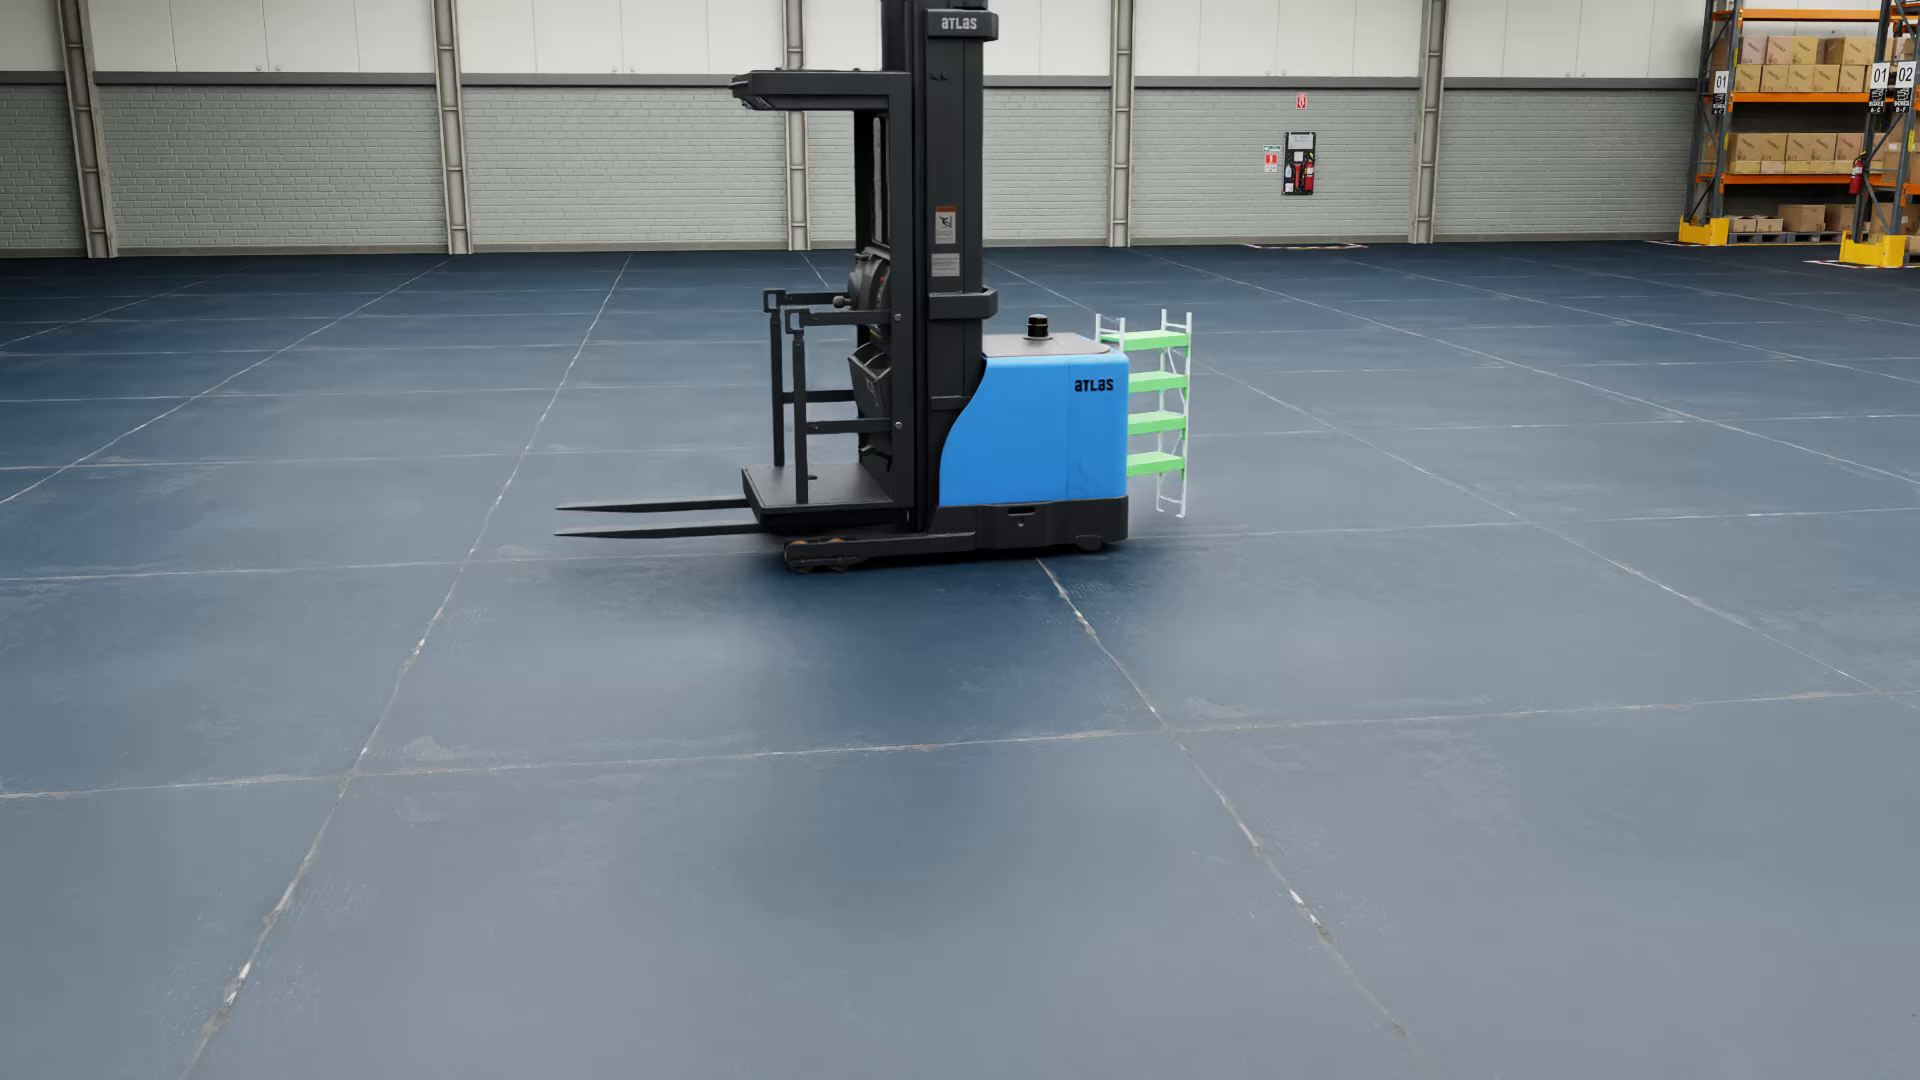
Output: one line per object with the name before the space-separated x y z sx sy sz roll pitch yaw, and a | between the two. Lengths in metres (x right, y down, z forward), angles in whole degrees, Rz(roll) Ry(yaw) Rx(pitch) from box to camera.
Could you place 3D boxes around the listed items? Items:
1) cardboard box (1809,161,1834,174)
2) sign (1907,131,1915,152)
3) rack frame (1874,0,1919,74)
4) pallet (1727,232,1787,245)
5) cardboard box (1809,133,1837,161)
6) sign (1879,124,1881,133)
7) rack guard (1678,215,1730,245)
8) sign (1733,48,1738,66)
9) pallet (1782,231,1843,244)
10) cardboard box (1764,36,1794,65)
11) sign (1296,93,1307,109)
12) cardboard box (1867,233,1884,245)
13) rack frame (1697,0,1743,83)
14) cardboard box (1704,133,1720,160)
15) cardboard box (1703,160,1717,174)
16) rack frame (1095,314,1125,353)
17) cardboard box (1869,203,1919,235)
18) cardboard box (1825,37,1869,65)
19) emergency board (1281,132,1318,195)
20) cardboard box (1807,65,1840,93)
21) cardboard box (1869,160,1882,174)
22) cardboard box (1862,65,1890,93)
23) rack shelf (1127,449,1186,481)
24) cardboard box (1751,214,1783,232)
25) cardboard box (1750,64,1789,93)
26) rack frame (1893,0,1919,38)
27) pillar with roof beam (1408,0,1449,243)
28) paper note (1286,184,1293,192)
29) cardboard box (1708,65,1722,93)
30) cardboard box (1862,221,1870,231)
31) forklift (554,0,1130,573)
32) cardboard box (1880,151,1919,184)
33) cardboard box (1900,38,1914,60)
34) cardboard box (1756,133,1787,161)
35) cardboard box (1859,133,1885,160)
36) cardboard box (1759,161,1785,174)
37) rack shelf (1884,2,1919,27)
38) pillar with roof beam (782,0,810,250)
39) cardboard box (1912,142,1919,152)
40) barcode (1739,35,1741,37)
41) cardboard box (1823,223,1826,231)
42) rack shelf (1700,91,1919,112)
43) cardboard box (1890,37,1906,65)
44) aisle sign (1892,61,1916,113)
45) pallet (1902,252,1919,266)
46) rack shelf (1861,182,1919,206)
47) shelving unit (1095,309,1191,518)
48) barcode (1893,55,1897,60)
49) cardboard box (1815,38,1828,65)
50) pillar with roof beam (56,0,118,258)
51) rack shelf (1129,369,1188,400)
cardboard box | 16.330 -7.135 31.814 0.500 0.250 0.500 -2 14 -8
sign | 15.103 -6.333 26.405 0.005 0.325 0.100 -2 14 -8
rack frame | 15.026 -8.919 26.324 0.127 3.000 1.000 -2 14 -8
pallet | 15.168 -5.871 32.238 1.213 0.211 1.003 -2 14 -8
cardboard box | 16.312 -7.500 31.726 0.500 0.500 0.500 -2 14 -7
sign | 18.153 -8.040 32.773 0.005 0.325 0.100 -2 14 -8
rack guard | 14.359 -5.990 32.119 0.348 0.500 1.175 -2 14 -8
sign | 14.365 -8.949 30.813 0.005 0.325 0.100 -2 14 -8
pallet | 16.372 -5.915 32.411 1.213 0.211 1.003 -2 14 -8
cardboard box | 15.205 -9.160 31.150 0.500 0.500 0.500 -2 14 -9
sign | 6.442 -8.284 31.360 0.199 0.298 0.001 -2 14 -8
cardboard box | 15.512 -4.969 27.698 0.500 0.250 0.500 -2 14 -8
rack frame | 14.284 -10.110 31.074 0.127 3.000 1.000 -2 14 -8
cardboard box | 14.719 -7.569 32.001 0.500 0.500 0.500 -2 14 -9
cardboard box | 14.718 -7.201 32.074 0.500 0.250 0.500 -2 14 -7
rack frame | 0.842 -0.672 9.475 0.015 1.200 0.240 -9 17 -32
cardboard box | 15.512 -5.333 27.609 0.500 0.500 0.500 -2 14 -8
cardboard box | 16.729 -9.216 31.374 0.500 0.500 0.500 -3 14 -10
emergency board | 6.465 -7.136 31.548 0.643 1.169 0.194 -2 14 -8
cardboard box | 16.228 -8.720 31.453 0.500 0.500 0.500 -1 14 -5
cardboard box | 17.323 -7.176 31.975 0.500 0.250 0.500 -2 14 -8
cardboard box | 17.275 -8.765 31.632 0.500 0.500 0.500 -3 14 -13
rack shelf | 1.046 -0.410 9.679 0.480 0.148 0.258 -9 17 -32
cardboard box | 15.546 -6.133 32.174 0.500 0.311 0.500 -1 14 -4
cardboard box | 15.189 -8.676 31.277 0.500 0.500 0.500 -1 14 -5
rack frame | 18.240 -10.255 31.652 0.127 3.000 1.000 -2 14 -8
pillar with roof beam | 9.556 -9.091 27.009 0.400 9.000 9.100 -2 14 -8
paper note | 6.280 -6.719 31.695 0.142 0.148 0.016 -2 14 -8
cardboard box | 14.659 -8.789 31.728 0.500 0.500 0.500 -1 14 -4
cardboard box | 17.715 -6.158 32.567 0.250 0.166 0.380 -4 15 -16
forklift | -0.661 -1.393 8.788 3.031 2.935 1.130 -3 14 -12
cardboard box | 15.490 -6.071 27.097 0.500 0.500 0.700 -2 14 -8
cardboard box | 15.595 -7.805 26.687 0.637 0.503 0.797 -1 14 -4
cardboard box | 15.291 -7.461 31.571 0.500 0.500 0.500 -2 14 -8
cardboard box | 17.326 -7.535 31.864 0.500 0.500 0.500 -2 14 -9
cardboard box | 15.326 -7.101 31.675 0.500 0.250 0.500 -3 14 -10
rack shelf | 17.004 -8.448 26.749 4.000 0.370 1.077 -2 14 -8
pillar with roof beam | -2.310 -8.656 25.275 0.400 9.000 9.100 -2 14 -8
cardboard box | 15.446 -6.334 26.813 0.250 0.149 0.380 -2 14 -9
barcode | 14.912 -9.626 31.815 0.075 0.075 0.001 -2 14 -8
cardboard box | 16.655 -6.123 32.464 0.250 0.149 0.380 -3 14 -13
rack shelf | 16.262 -8.379 31.816 4.000 0.370 1.077 -2 14 -8
cardboard box | 17.785 -9.260 31.549 0.500 0.500 0.500 -3 14 -13
aisle sign | 15.007 -7.194 26.434 0.004 0.787 0.394 -2 14 -8
pallet | 15.776 -4.694 27.543 1.213 0.211 1.003 -2 14 -8
rack shelf | 17.004 -5.732 27.430 4.000 0.370 1.077 -2 14 -8
shelving unit | 1.046 -0.705 9.605 0.503 1.200 0.258 -9 17 -32
barcode | 15.253 -7.872 27.124 0.075 0.075 0.001 -2 14 -8
cardboard box | 16.199 -9.328 31.821 0.500 0.500 0.500 -2 14 -8
pillar with roof beam | -14.176 -8.221 23.541 0.400 9.000 9.100 -2 14 -8
rack shelf | 1.046 -0.876 9.563 0.480 0.148 0.258 -9 17 -32
